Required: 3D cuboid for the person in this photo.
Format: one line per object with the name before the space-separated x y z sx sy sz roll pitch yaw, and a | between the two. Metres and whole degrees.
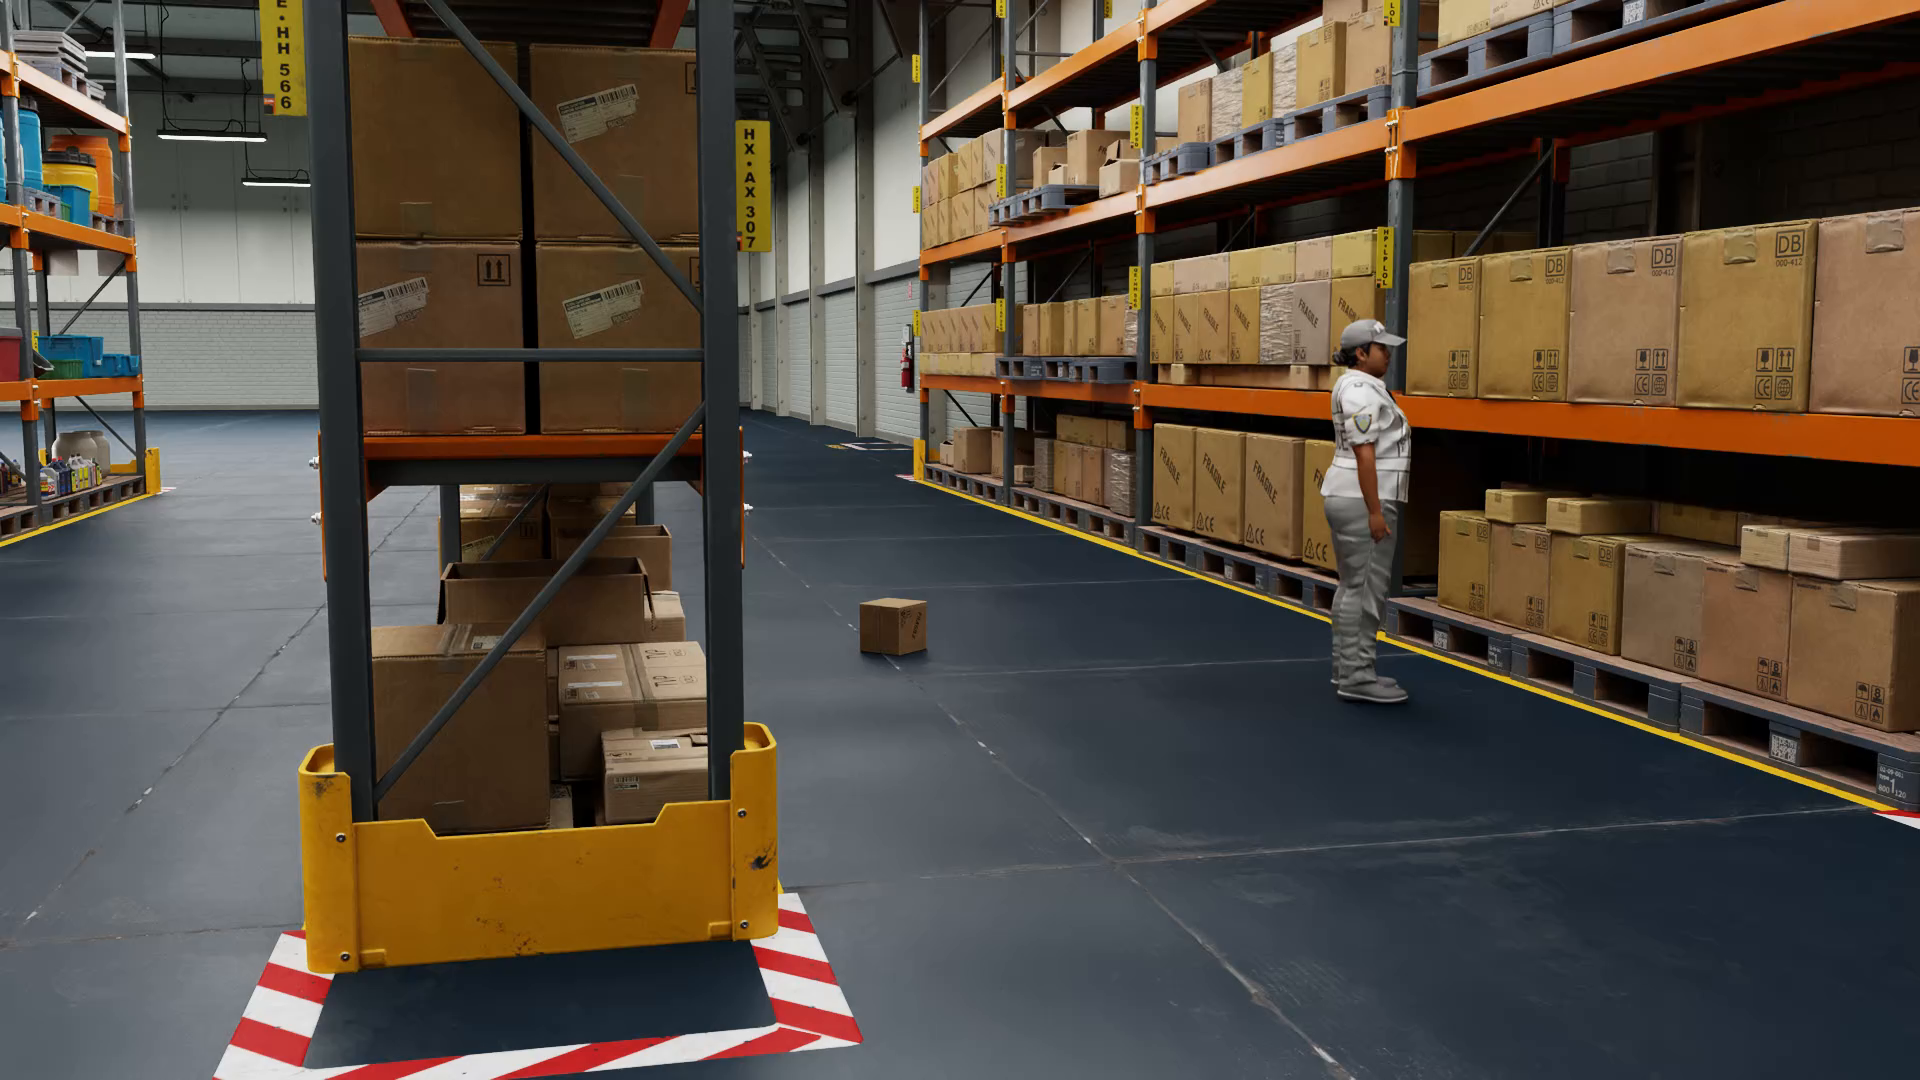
person | 1.793 -0.135 7.352 0.383 1.673 0.474 1 6 5
